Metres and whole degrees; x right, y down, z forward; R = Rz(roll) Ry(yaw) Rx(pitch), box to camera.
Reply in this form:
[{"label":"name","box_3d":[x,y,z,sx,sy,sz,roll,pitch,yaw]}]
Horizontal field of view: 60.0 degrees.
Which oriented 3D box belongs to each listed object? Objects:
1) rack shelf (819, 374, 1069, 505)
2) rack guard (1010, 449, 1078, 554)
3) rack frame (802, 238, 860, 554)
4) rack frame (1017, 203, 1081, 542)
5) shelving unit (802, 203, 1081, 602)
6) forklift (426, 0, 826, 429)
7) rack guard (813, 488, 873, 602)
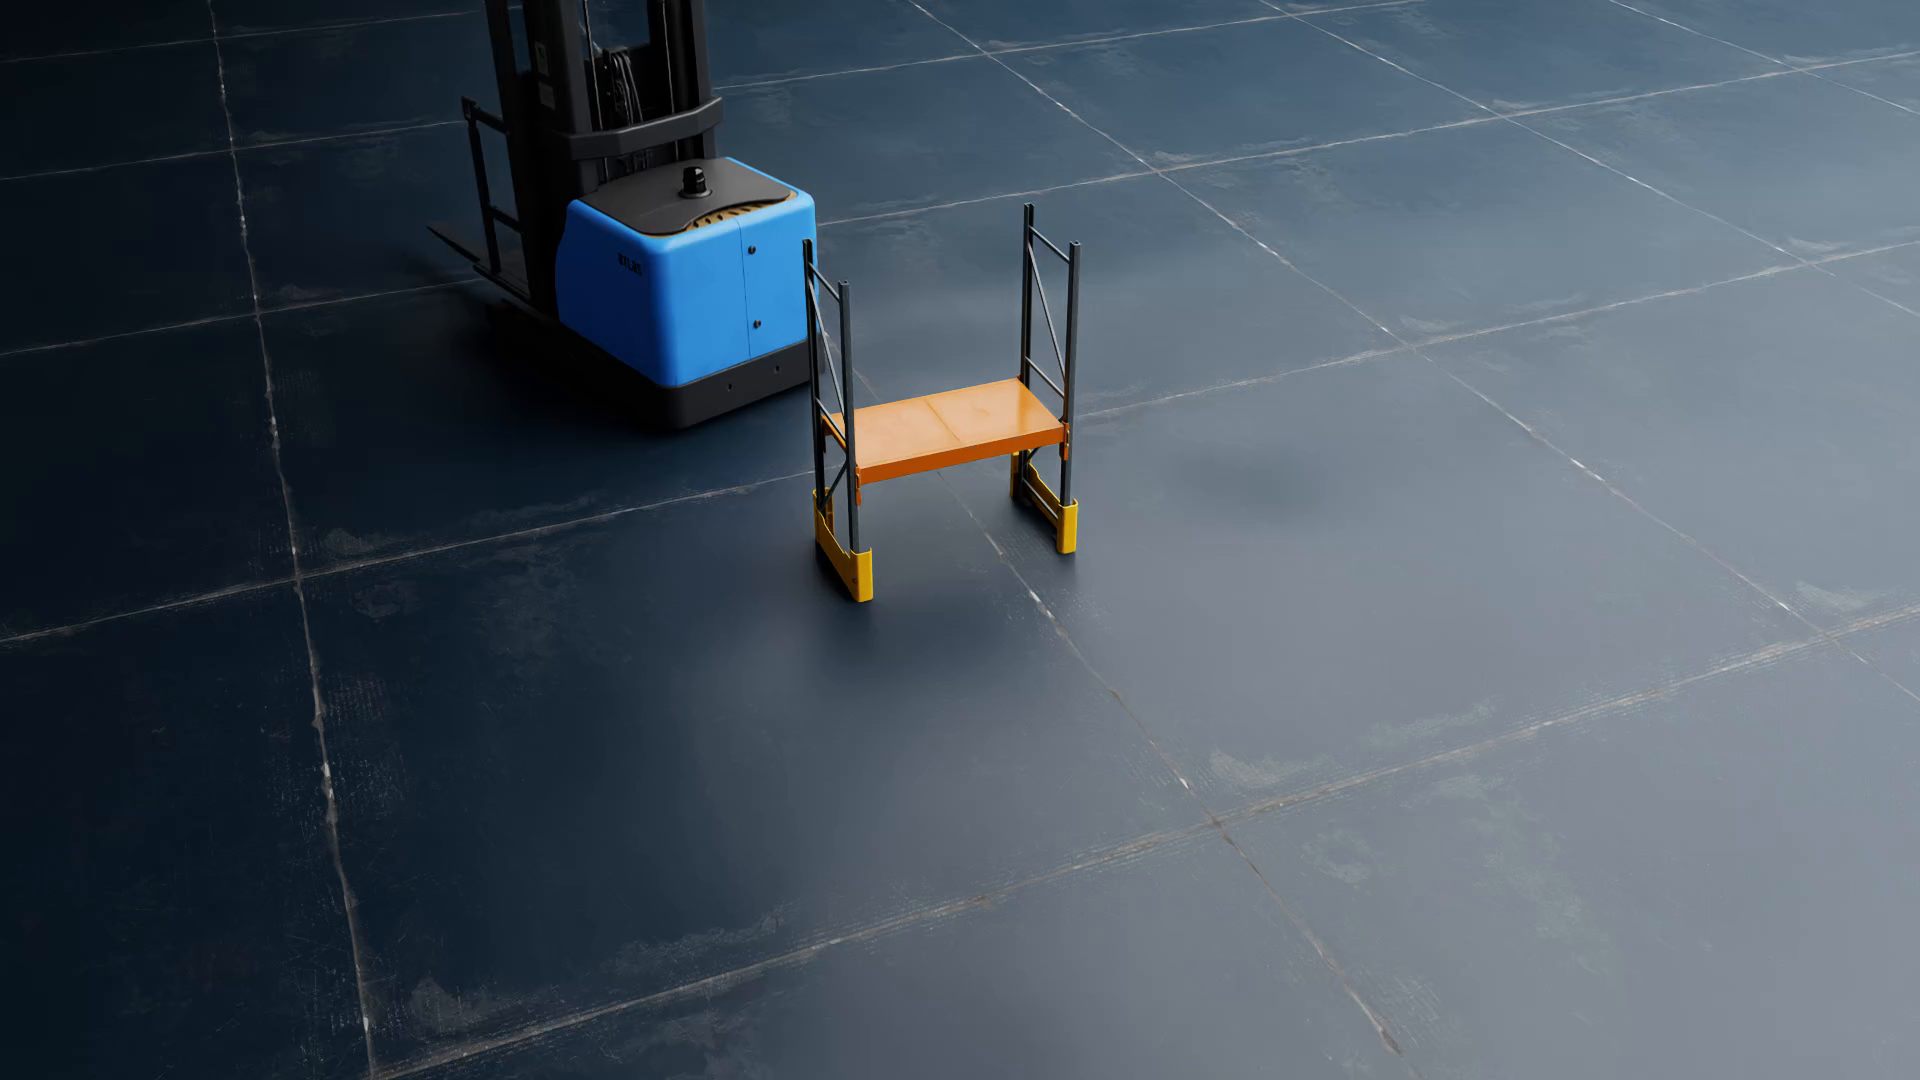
[{"label":"rack shelf","box_3d":[-0.079,-0.460,7.411,1.000,0.185,0.538,-13,35,-19]},{"label":"rack guard","box_3d":[0.389,-0.194,7.819,0.087,0.250,0.587,-13,35,-19]},{"label":"rack frame","box_3d":[-0.547,-0.503,7.148,0.032,1.500,0.500,-13,35,-19]},{"label":"rack frame","box_3d":[0.390,-0.718,7.478,0.032,1.500,0.500,-13,35,-19]},{"label":"shelving unit","box_3d":[-0.070,-0.613,7.316,1.083,1.500,0.587,-13,35,-19]},{"label":"forklift","box_3d":[-2.080,-2.517,8.930,1.130,2.935,3.031,-26,41,-34]},{"label":"rack guard","box_3d":[-0.529,0.016,7.496,0.087,0.250,0.587,-13,35,-19]}]
